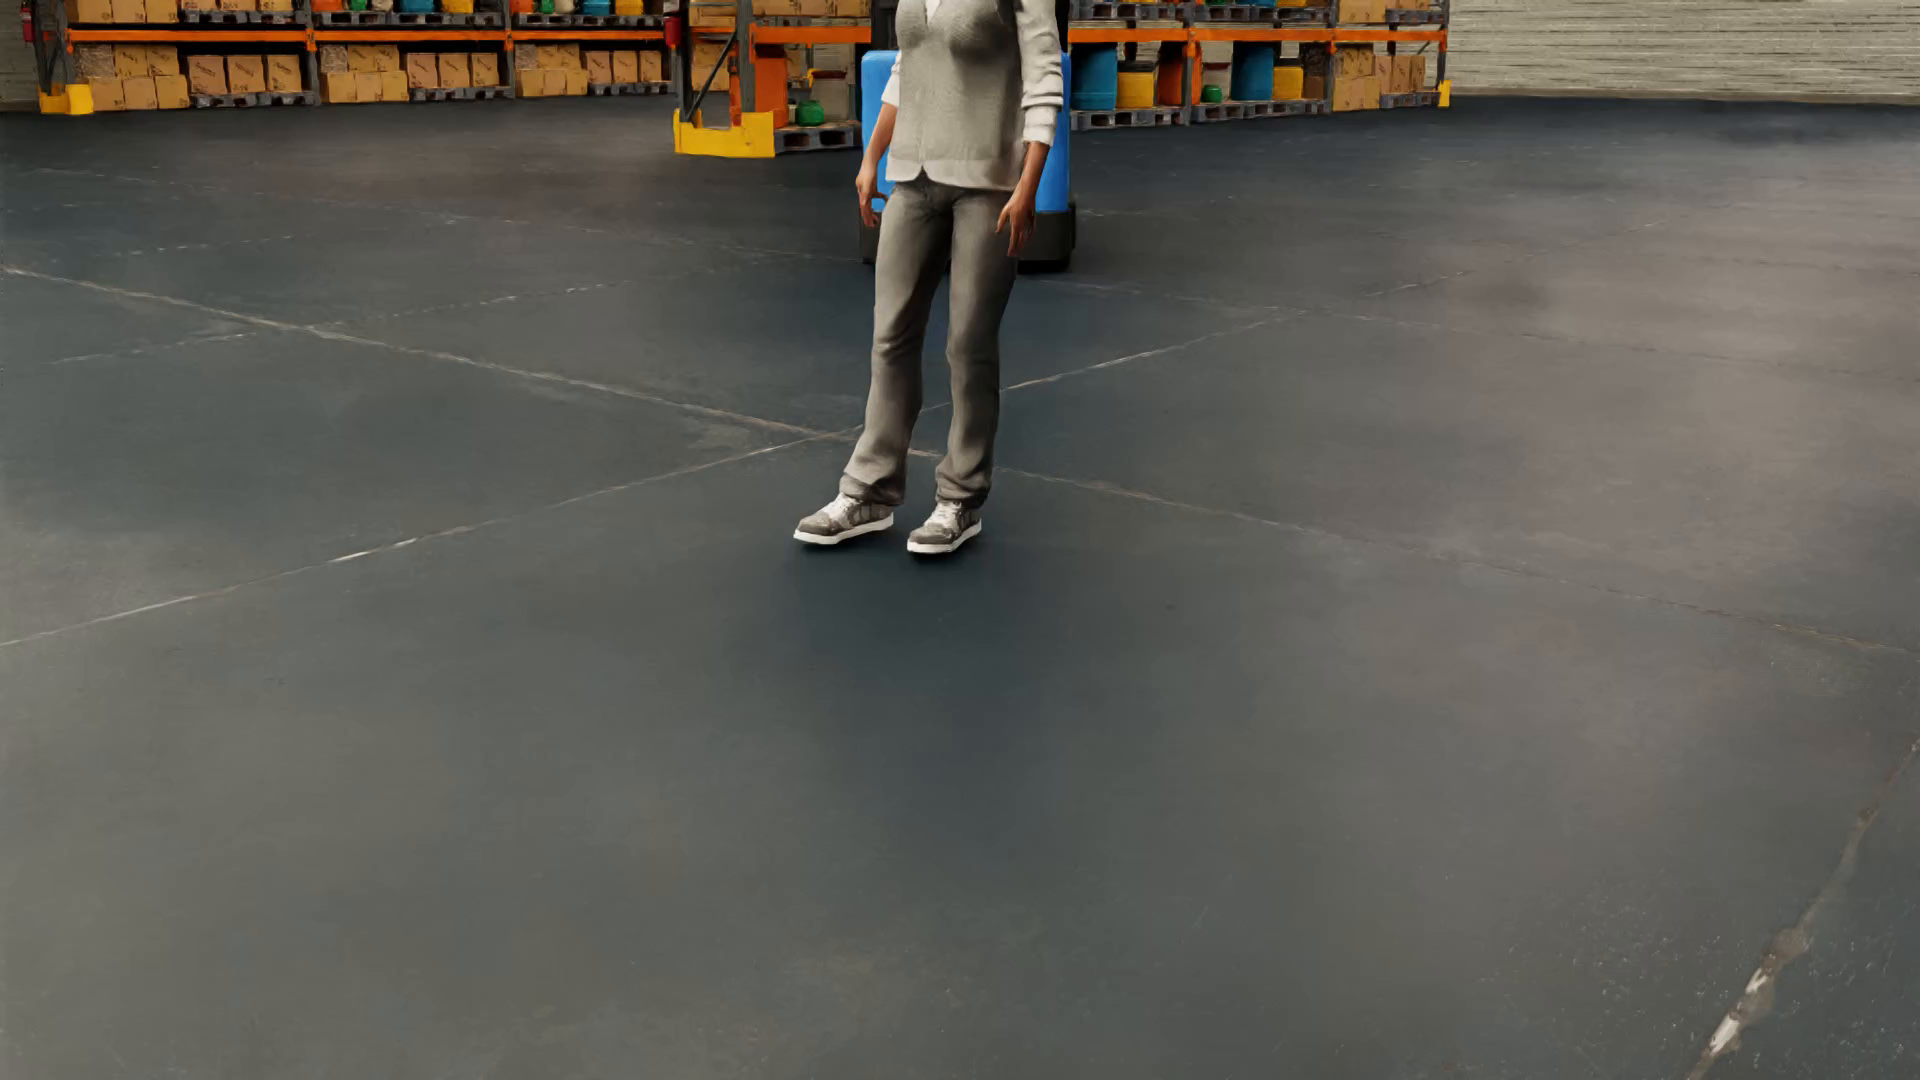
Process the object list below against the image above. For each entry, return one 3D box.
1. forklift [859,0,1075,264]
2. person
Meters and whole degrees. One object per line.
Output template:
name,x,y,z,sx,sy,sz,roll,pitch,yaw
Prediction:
forklift,0.058,-3.165,9.320,1.130,2.935,3.031,0,17,1
person,-0.058,-0.757,3.662,0.521,1.597,0.474,13,21,37
